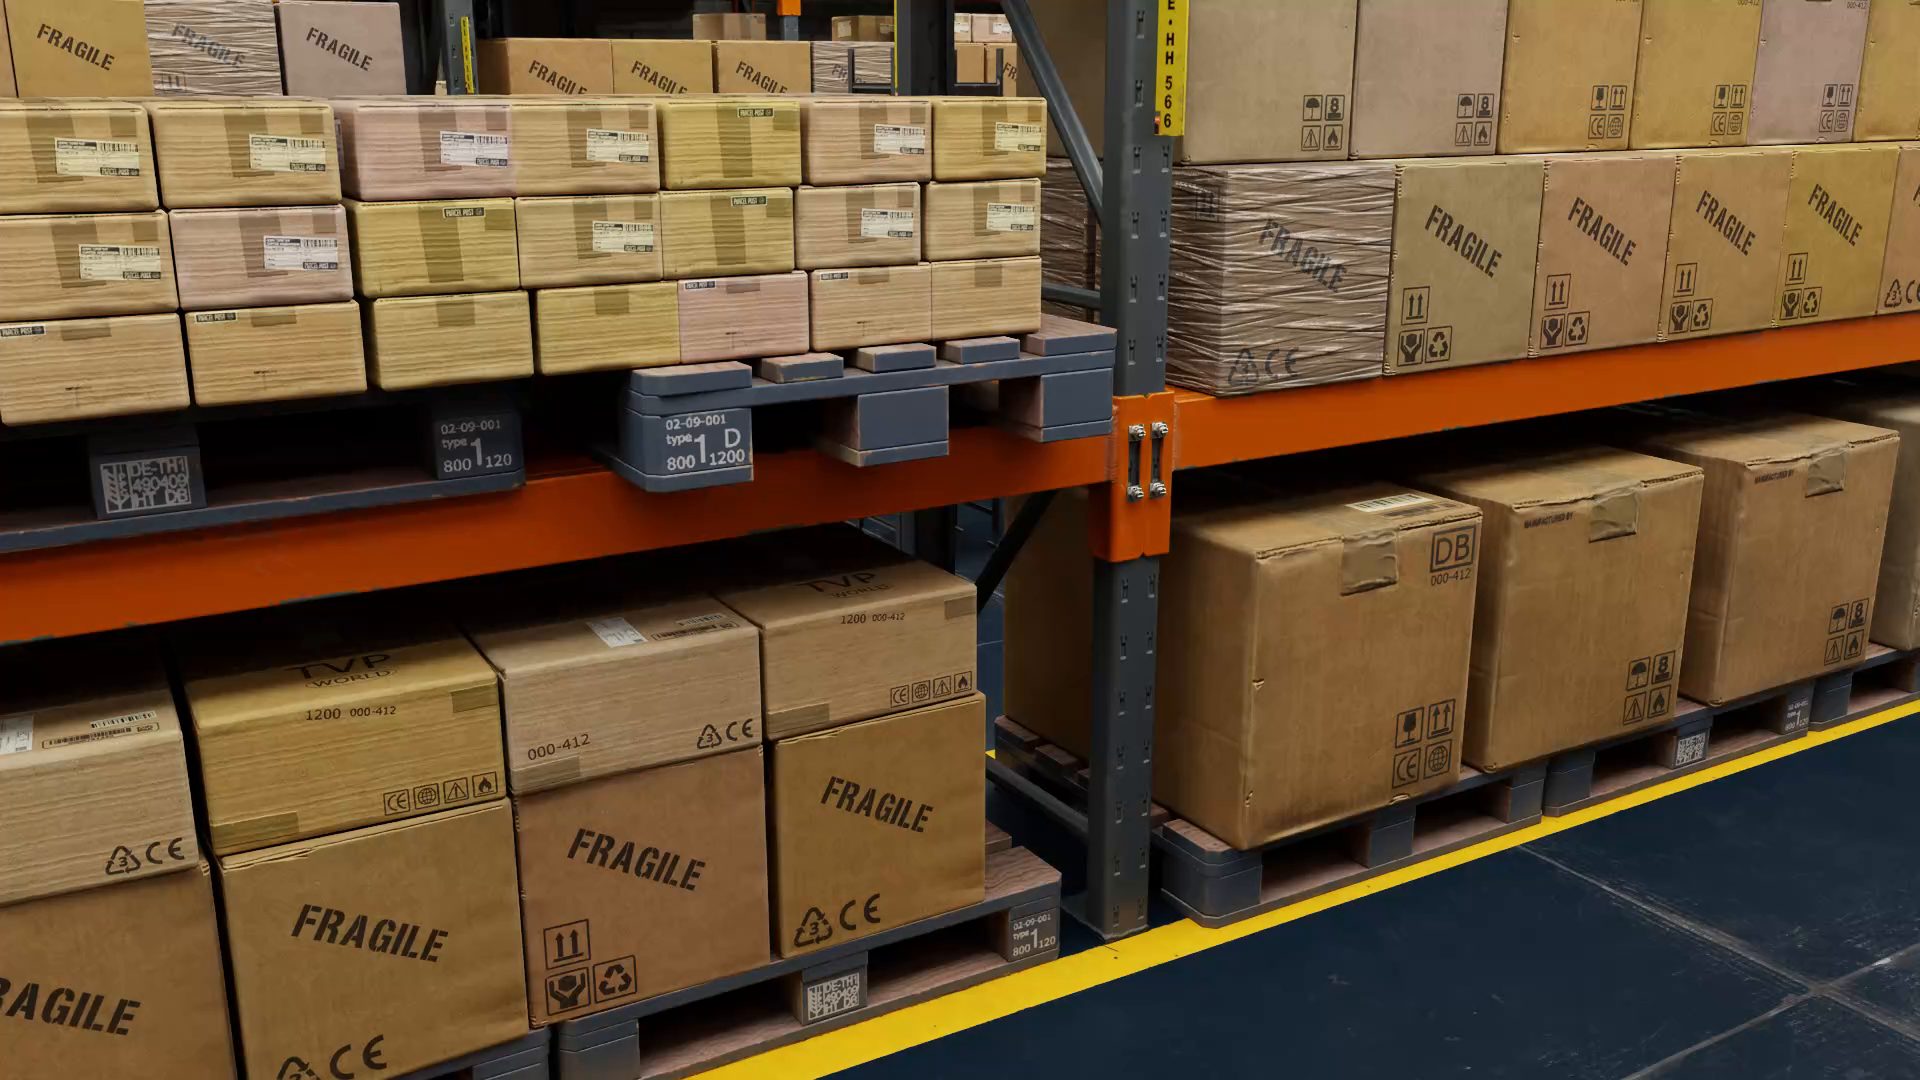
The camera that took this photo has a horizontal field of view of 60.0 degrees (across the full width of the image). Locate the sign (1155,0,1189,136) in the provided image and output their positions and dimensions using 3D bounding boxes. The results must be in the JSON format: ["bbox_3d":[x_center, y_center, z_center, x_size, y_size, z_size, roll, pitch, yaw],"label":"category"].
[{"bbox_3d":[0.433,-0.998,3.415,0.005,0.325,0.100,-9,18,-30],"label":"sign"}]

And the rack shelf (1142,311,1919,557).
[{"bbox_3d":[1.860,-0.535,5.093,4.000,0.370,1.077,-9,18,-30],"label":"rack shelf"}]

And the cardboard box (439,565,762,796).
[{"bbox_3d":[-0.733,0.266,3.369,0.500,0.250,0.500,-9,18,-29],"label":"cardboard box"}]

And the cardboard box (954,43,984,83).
[{"bbox_3d":[-0.209,-2.427,8.997,0.500,0.500,0.500,-9,18,-28],"label":"cardboard box"}]

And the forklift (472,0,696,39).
[{"bbox_3d":[-2.307,-2.483,10.837,3.031,2.935,1.130,-9,18,-30],"label":"forklift"}]

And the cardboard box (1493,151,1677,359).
[{"bbox_3d":[1.536,-0.793,4.495,0.500,0.500,0.500,-9,18,-30],"label":"cardboard box"}]

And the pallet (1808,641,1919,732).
[{"bbox_3d":[2.952,0.308,5.919,1.213,0.211,1.003,-9,18,-30],"label":"pallet"}]

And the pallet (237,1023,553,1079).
[{"bbox_3d":[-1.570,1.016,3.393,1.213,0.211,1.003,-9,18,-30],"label":"pallet"}]

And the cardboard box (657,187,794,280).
[{"bbox_3d":[-0.496,-0.579,3.054,0.250,0.149,0.380,-9,18,-28],"label":"cardboard box"}]

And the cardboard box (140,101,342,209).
[{"bbox_3d":[-1.148,-0.617,2.640,0.250,0.149,0.380,-8,18,-27],"label":"cardboard box"}]

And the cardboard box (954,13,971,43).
[{"bbox_3d":[-0.148,-2.738,8.902,0.250,0.149,0.380,-10,19,-32],"label":"cardboard box"}]

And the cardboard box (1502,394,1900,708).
[{"bbox_3d":[2.260,-0.038,5.377,0.750,0.750,1.050,-9,18,-30],"label":"cardboard box"}]

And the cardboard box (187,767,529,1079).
[{"bbox_3d":[-1.176,0.699,3.213,0.500,0.500,0.500,-10,19,-32],"label":"cardboard box"}]

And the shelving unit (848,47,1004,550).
[{"bbox_3d":[-0.142,-0.988,7.044,0.503,2.100,0.431,-9,18,-30],"label":"shelving unit"}]

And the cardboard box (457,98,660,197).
[{"bbox_3d":[-0.707,-0.688,2.892,0.250,0.149,0.380,-9,18,-28],"label":"cardboard box"}]

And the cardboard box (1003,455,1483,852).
[{"bbox_3d":[0.714,0.214,4.479,0.750,0.750,1.050,-9,18,-30],"label":"cardboard box"}]

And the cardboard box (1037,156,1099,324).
[{"bbox_3d":[0.393,-0.776,4.436,0.500,0.500,0.500,-9,18,-30],"label":"cardboard box"}]

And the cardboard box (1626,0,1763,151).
[{"bbox_3d":[1.845,-1.406,4.832,0.500,0.500,0.700,-9,18,-30],"label":"cardboard box"}]

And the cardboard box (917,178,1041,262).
[{"bbox_3d":[-0.044,-0.654,3.320,0.250,0.149,0.380,-9,18,-29],"label":"cardboard box"}]

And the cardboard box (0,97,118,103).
[{"bbox_3d":[-1.692,-0.735,3.058,0.250,0.149,0.380,-10,18,-30],"label":"cardboard box"}]

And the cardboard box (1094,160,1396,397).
[{"bbox_3d":[0.669,-0.651,3.990,0.500,0.500,0.500,-9,18,-29],"label":"cardboard box"}]

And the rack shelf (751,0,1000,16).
[{"bbox_3d":[0.093,-4.814,14.802,4.000,0.370,1.077,-9,18,-30],"label":"rack shelf"}]

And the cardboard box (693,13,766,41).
[{"bbox_3d":[-1.233,-2.733,8.886,0.250,0.149,0.380,-10,19,-32],"label":"cardboard box"}]

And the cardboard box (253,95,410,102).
[{"bbox_3d":[-1.250,-0.806,3.312,0.250,0.149,0.380,-8,18,-27],"label":"cardboard box"}]

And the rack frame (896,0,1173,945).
[{"bbox_3d":[0.145,-0.603,4.004,0.127,3.000,1.000,-9,18,-30],"label":"rack frame"}]

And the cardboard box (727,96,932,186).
[{"bbox_3d":[-0.255,-0.762,3.157,0.250,0.149,0.380,-9,18,-30],"label":"cardboard box"}]

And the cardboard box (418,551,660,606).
[{"bbox_3d":[-1.005,0.148,3.790,0.500,0.250,0.500,-9,18,-30],"label":"cardboard box"}]

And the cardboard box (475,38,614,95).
[{"bbox_3d":[-1.986,-2.137,7.961,0.500,0.500,0.500,-10,18,-31],"label":"cardboard box"}]

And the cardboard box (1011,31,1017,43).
[{"bbox_3d":[0.353,-3.013,9.884,0.250,0.149,0.380,-9,18,-30],"label":"cardboard box"}]

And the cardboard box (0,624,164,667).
[{"bbox_3d":[-1.882,0.286,3.296,0.500,0.250,0.500,-10,19,-32],"label":"cardboard box"}]

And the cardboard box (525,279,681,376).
[{"bbox_3d":[-0.690,-0.406,2.987,0.250,0.149,0.380,-9,18,-30],"label":"cardboard box"}]

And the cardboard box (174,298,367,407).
[{"bbox_3d":[-1.143,-0.332,2.726,0.250,0.149,0.380,-9,18,-28],"label":"cardboard box"}]

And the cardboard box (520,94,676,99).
[{"bbox_3d":[-0.792,-0.880,3.578,0.250,0.149,0.380,-9,18,-30],"label":"cardboard box"}]

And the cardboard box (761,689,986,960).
[{"bbox_3d":[-0.284,0.550,3.743,0.500,0.500,0.500,-9,18,-30],"label":"cardboard box"}]

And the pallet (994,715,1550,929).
[{"bbox_3d":[0.860,0.647,4.709,1.213,0.211,1.003,-9,18,-30],"label":"pallet"}]

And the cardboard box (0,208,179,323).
[{"bbox_3d":[-1.369,-0.438,2.551,0.250,0.149,0.380,-10,18,-31],"label":"cardboard box"}]

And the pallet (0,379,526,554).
[{"bbox_3d":[-1.530,-0.226,3.015,1.213,0.211,1.003,-9,18,-30],"label":"pallet"}]

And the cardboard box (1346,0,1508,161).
[{"bbox_3d":[0.968,-1.263,4.322,0.500,0.500,0.700,-10,18,-31],"label":"cardboard box"}]

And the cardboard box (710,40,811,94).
[{"bbox_3d":[-1.091,-2.286,8.495,0.500,0.500,0.500,-9,18,-29],"label":"cardboard box"}]

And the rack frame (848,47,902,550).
[{"bbox_3d":[-0.351,-0.954,6.923,0.015,2.100,0.400,-9,18,-30],"label":"rack frame"}]

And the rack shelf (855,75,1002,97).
[{"bbox_3d":[-0.142,-1.649,6.859,0.480,0.518,0.431,-9,18,-30],"label":"rack shelf"}]

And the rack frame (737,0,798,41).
[{"bbox_3d":[-1.621,-3.438,14.118,0.127,3.000,1.000,-9,18,-30],"label":"rack frame"}]

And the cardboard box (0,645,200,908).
[{"bbox_3d":[-1.619,0.407,2.864,0.500,0.250,0.500,-8,18,-28],"label":"cardboard box"}]

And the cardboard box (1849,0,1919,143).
[{"bbox_3d":[2.712,-1.546,5.331,0.500,0.500,0.700,-10,18,-31],"label":"cardboard box"}]

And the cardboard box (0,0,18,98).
[{"bbox_3d":[-4.101,-1.922,6.672,0.500,0.500,0.500,-10,18,-31],"label":"cardboard box"}]

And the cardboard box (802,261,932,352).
[{"bbox_3d":[-0.254,-0.475,3.236,0.250,0.149,0.380,-9,18,-30],"label":"cardboard box"}]

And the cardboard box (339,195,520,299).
[{"bbox_3d":[-0.925,-0.510,2.809,0.250,0.149,0.380,-9,18,-30],"label":"cardboard box"}]

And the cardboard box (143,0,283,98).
[{"bbox_3d":[-3.235,-2.058,7.158,0.500,0.500,0.500,-9,18,-29],"label":"cardboard box"}]

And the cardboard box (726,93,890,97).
[{"bbox_3d":[-0.354,-0.951,3.830,0.250,0.149,0.380,-9,18,-30],"label":"cardboard box"}]

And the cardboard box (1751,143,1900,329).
[{"bbox_3d":[2.398,-0.932,4.994,0.500,0.500,0.500,-9,18,-29],"label":"cardboard box"}]
